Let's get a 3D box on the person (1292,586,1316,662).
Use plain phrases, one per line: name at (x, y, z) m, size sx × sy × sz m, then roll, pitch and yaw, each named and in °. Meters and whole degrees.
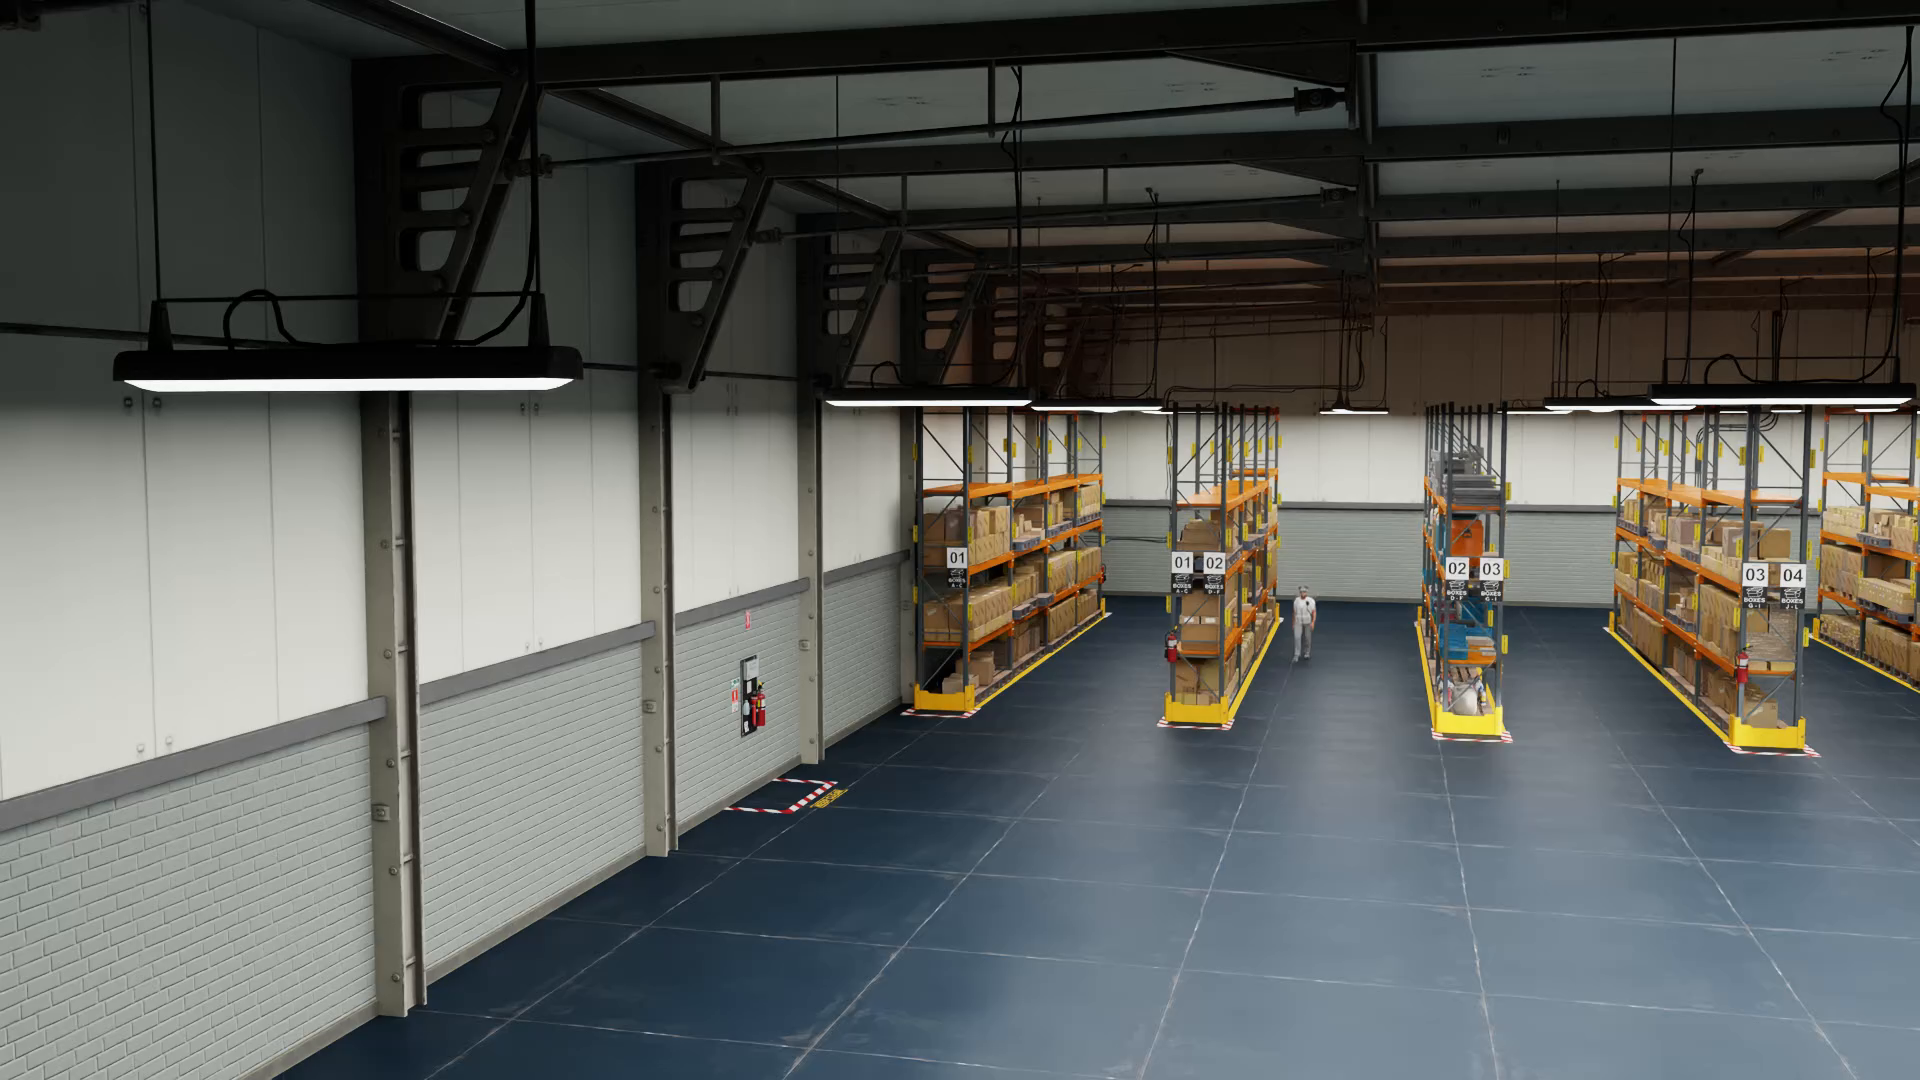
person at (8.087, 1.943, 39.091) m, size 0.554 × 1.736 × 0.956 m, roll 1°, pitch 4°, yaw 15°
